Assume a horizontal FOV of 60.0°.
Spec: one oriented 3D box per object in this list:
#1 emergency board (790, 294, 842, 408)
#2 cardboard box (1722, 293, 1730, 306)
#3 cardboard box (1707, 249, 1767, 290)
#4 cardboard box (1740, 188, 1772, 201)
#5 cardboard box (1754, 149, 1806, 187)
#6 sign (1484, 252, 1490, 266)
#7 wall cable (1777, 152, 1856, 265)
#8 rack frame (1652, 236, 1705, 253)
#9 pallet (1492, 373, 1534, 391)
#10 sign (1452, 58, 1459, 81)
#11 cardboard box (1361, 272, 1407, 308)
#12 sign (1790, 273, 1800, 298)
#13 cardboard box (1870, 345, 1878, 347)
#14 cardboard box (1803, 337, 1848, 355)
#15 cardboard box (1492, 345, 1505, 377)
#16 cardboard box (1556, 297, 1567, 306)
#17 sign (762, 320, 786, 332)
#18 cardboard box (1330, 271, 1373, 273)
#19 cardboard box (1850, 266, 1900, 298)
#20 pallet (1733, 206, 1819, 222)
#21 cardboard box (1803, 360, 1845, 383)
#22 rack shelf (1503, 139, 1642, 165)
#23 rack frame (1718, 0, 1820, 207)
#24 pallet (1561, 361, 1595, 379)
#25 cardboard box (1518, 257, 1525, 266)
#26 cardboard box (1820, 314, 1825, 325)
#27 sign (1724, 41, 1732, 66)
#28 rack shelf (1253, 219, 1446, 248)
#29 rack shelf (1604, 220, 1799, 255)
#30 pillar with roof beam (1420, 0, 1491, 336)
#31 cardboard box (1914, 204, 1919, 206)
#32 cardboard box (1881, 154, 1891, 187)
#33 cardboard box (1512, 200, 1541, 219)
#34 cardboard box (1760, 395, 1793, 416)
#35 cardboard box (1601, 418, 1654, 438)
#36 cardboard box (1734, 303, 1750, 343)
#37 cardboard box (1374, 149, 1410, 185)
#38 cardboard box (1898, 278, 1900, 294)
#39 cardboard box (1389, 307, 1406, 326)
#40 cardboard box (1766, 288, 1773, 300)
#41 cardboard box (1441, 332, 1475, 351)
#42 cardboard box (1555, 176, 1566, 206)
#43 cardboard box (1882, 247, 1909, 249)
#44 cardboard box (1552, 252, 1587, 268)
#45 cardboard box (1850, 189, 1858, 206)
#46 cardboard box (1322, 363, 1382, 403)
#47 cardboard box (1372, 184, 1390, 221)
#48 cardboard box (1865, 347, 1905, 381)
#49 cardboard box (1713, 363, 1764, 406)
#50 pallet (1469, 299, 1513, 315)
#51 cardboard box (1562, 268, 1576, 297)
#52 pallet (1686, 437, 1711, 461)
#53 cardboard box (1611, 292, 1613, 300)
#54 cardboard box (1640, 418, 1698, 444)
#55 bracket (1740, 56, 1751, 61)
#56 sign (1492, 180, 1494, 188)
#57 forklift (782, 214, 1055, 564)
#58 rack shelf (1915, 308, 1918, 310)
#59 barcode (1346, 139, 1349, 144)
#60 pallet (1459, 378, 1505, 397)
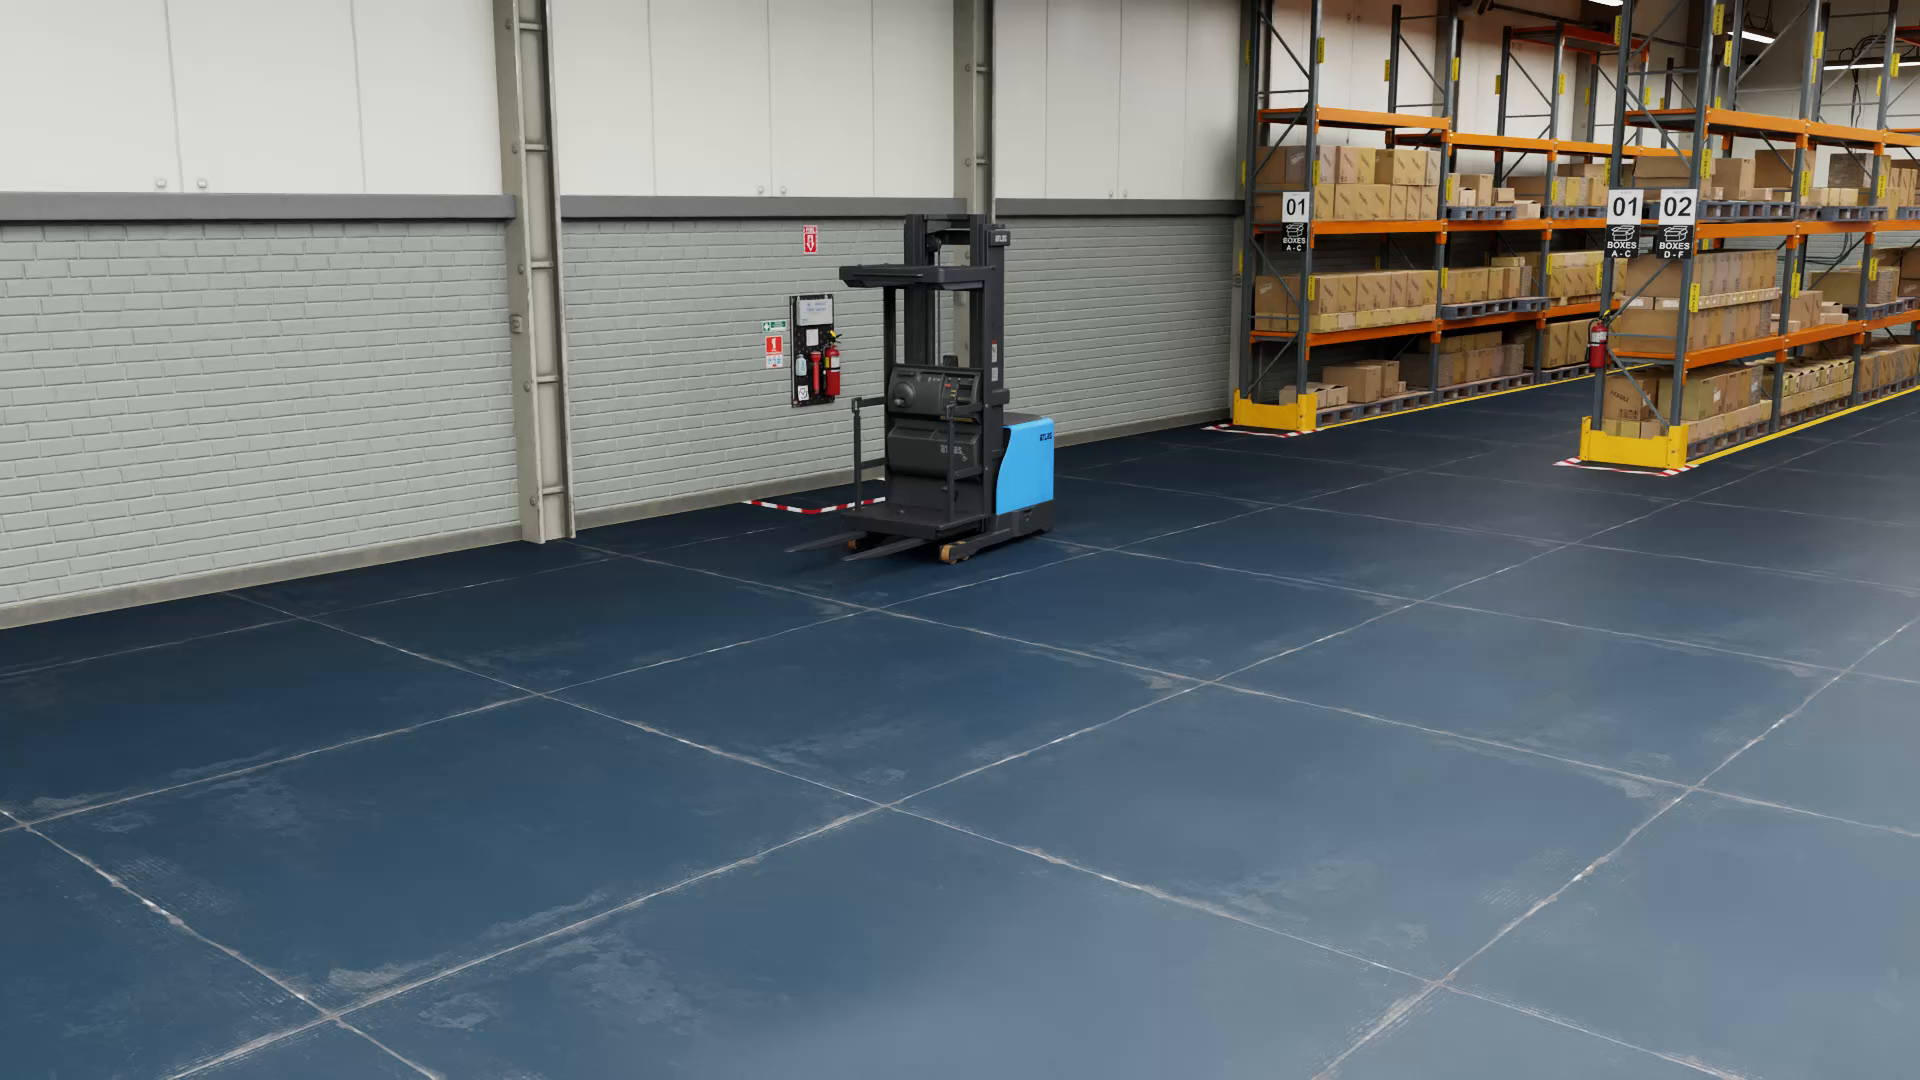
[{"bbox_3d":[-1.493,-2.011,17.660,0.194,1.169,0.643,10,15,40],"label":"emergency board"},{"bbox_3d":[9.308,-2.984,20.622,0.380,0.149,0.250,10,15,40],"label":"cardboard box"},{"bbox_3d":[10.058,-3.531,21.701,0.700,0.500,0.500,10,15,40],"label":"cardboard box"},{"bbox_3d":[10.088,-4.396,21.153,0.380,0.149,0.250,10,15,40],"label":"cardboard box"},{"bbox_3d":[11.116,-5.043,22.577,0.500,0.500,0.500,10,15,41],"label":"cardboard box"},{"bbox_3d":[9.177,-4.854,28.936,0.100,0.325,0.005,10,15,40],"label":"sign"},{"bbox_3d":[18.879,-7.597,38.237,3.097,2.526,0.112,10,15,40],"label":"wall cable"},{"bbox_3d":[14.877,-5.392,34.585,1.000,3.000,0.127,10,15,40],"label":"rack frame"},{"bbox_3d":[9.079,-2.732,28.391,1.003,0.211,1.213,10,15,40],"label":"pallet"},{"bbox_3d":[7.351,-6.992,24.694,0.100,0.325,0.005,10,15,40],"label":"sign"},{"bbox_3d":[6.210,-3.674,24.401,0.500,0.500,0.500,9,15,39],"label":"cardboard box"},{"bbox_3d":[11.097,-3.378,22.091,0.100,0.325,0.005,10,15,40],"label":"sign"},{"bbox_3d":[15.114,-3.033,28.038,0.500,0.500,0.500,10,15,41],"label":"cardboard box"},{"bbox_3d":[13.795,-3.109,26.502,0.500,0.250,0.500,11,15,42],"label":"cardboard box"},{"bbox_3d":[8.733,-3.031,28.026,0.700,0.500,0.500,10,15,40],"label":"cardboard box"},{"bbox_3d":[10.399,-4.184,29.129,0.380,0.149,0.250,10,15,42],"label":"cardboard box"},{"bbox_3d":[-1.926,-2.220,17.261,0.001,0.109,0.331,10,15,40],"label":"sign"},{"bbox_3d":[5.811,-3.740,24.732,0.500,0.500,0.500,10,15,42],"label":"cardboard box"},{"bbox_3d":[15.479,-4.377,28.180,0.700,0.500,0.500,4,12,21],"label":"cardboard box"},{"bbox_3d":[11.252,-4.495,22.925,0.805,0.209,1.217,9,14,38],"label":"pallet"},{"bbox_3d":[12.821,-2.521,24.729,0.500,0.311,0.500,9,15,39],"label":"cardboard box"},{"bbox_3d":[10.916,-6.902,29.688,1.077,0.370,4.000,10,15,40],"label":"rack shelf"},{"bbox_3d":[10.679,-5.928,21.954,1.000,3.000,0.127,10,15,40],"label":"rack frame"},{"bbox_3d":[10.979,-3.132,30.392,1.003,0.211,1.213,10,15,40],"label":"pallet"},{"bbox_3d":[9.391,-4.743,28.302,0.380,0.149,0.250,7,14,33],"label":"cardboard box"},{"bbox_3d":[12.520,-3.256,24.537,0.250,0.149,0.380,-11,16,-43],"label":"cardboard box"},{"bbox_3d":[10.264,-6.493,22.198,0.100,0.325,0.005,10,15,40],"label":"sign"},{"bbox_3d":[5.635,-4.450,24.049,1.077,0.370,4.000,10,15,40],"label":"rack shelf"},{"bbox_3d":[9.359,-3.810,20.845,1.077,0.370,4.000,10,15,40],"label":"rack shelf"},{"bbox_3d":[11.322,-6.520,24.920,9.100,9.000,0.548,10,15,40],"label":"pillar with roof beam"},{"bbox_3d":[16.467,-5.600,28.354,0.500,0.250,0.500,10,15,40],"label":"cardboard box"},{"bbox_3d":[14.286,-5.798,26.156,0.500,0.500,0.500,10,15,40],"label":"cardboard box"},{"bbox_3d":[9.324,-5.511,27.700,0.500,0.311,0.500,10,15,40],"label":"cardboard box"},{"bbox_3d":[11.131,-1.871,22.907,0.500,0.250,0.500,9,15,39],"label":"cardboard box"},{"bbox_3d":[8.171,-1.372,20.410,0.500,0.250,0.500,10,15,40],"label":"cardboard box"},{"bbox_3d":[9.714,-2.817,21.442,0.700,0.500,0.500,10,15,41],"label":"cardboard box"},{"bbox_3d":[6.138,-5.377,23.996,0.500,0.500,0.500,9,14,38],"label":"cardboard box"},{"bbox_3d":[16.097,-4.319,28.960,0.500,0.500,0.500,10,15,41],"label":"cardboard box"},{"bbox_3d":[6.215,-3.305,24.471,0.500,0.250,0.500,10,15,40],"label":"cardboard box"},{"bbox_3d":[10.496,-3.249,21.949,0.380,0.149,0.250,9,15,39],"label":"cardboard box"},{"bbox_3d":[8.058,-3.236,27.139,0.500,0.250,0.500,9,15,39],"label":"cardboard box"},{"bbox_3d":[10.183,-6.114,29.164,0.700,0.500,0.500,9,14,37],"label":"cardboard box"},{"bbox_3d":[16.435,-4.886,29.247,0.500,0.500,0.500,9,15,39],"label":"cardboard box"},{"bbox_3d":[10.771,-4.974,29.513,0.500,0.250,0.500,10,15,41],"label":"cardboard box"},{"bbox_3d":[13.062,-5.104,24.798,0.500,0.250,0.500,8,14,36],"label":"cardboard box"},{"bbox_3d":[5.738,-2.303,24.381,0.700,0.500,0.500,9,14,37],"label":"cardboard box"},{"bbox_3d":[5.782,-4.817,23.744,0.500,0.500,0.500,11,16,44],"label":"cardboard box"},{"bbox_3d":[15.186,-2.898,27.360,0.500,0.500,0.500,10,15,41],"label":"cardboard box"},{"bbox_3d":[10.198,-2.043,21.853,0.500,0.500,0.500,10,15,40],"label":"cardboard box"},{"bbox_3d":[8.320,-3.824,27.227,1.003,0.211,1.213,10,15,40],"label":"pallet"},{"bbox_3d":[10.462,-4.533,29.223,0.500,0.500,0.500,10,15,42],"label":"cardboard box"},{"bbox_3d":[8.512,-1.148,20.459,1.003,0.211,1.213,10,15,40],"label":"pallet"},{"bbox_3d":[11.872,-4.531,30.867,0.380,0.149,0.250,10,15,42],"label":"cardboard box"},{"bbox_3d":[8.560,-1.305,20.075,0.500,0.250,0.500,10,15,40],"label":"cardboard box"},{"bbox_3d":[17.725,-10.885,37.581,0.076,0.066,3.189,10,15,40],"label":"bracket"},{"bbox_3d":[9.185,-6.051,28.706,0.100,0.325,0.005,10,15,40],"label":"sign"},{"bbox_3d":[-0.345,-1.336,14.455,1.130,2.935,3.031,7,13,33],"label":"forklift"},{"bbox_3d":[17.280,-4.105,29.979,1.077,0.370,4.000,10,15,40],"label":"rack shelf"},{"bbox_3d":[5.715,-5.880,24.521,0.001,0.075,0.075,10,15,40],"label":"barcode"},{"bbox_3d":[8.274,-2.554,27.496,1.003,0.211,1.213,10,15,40],"label":"pallet"}]
